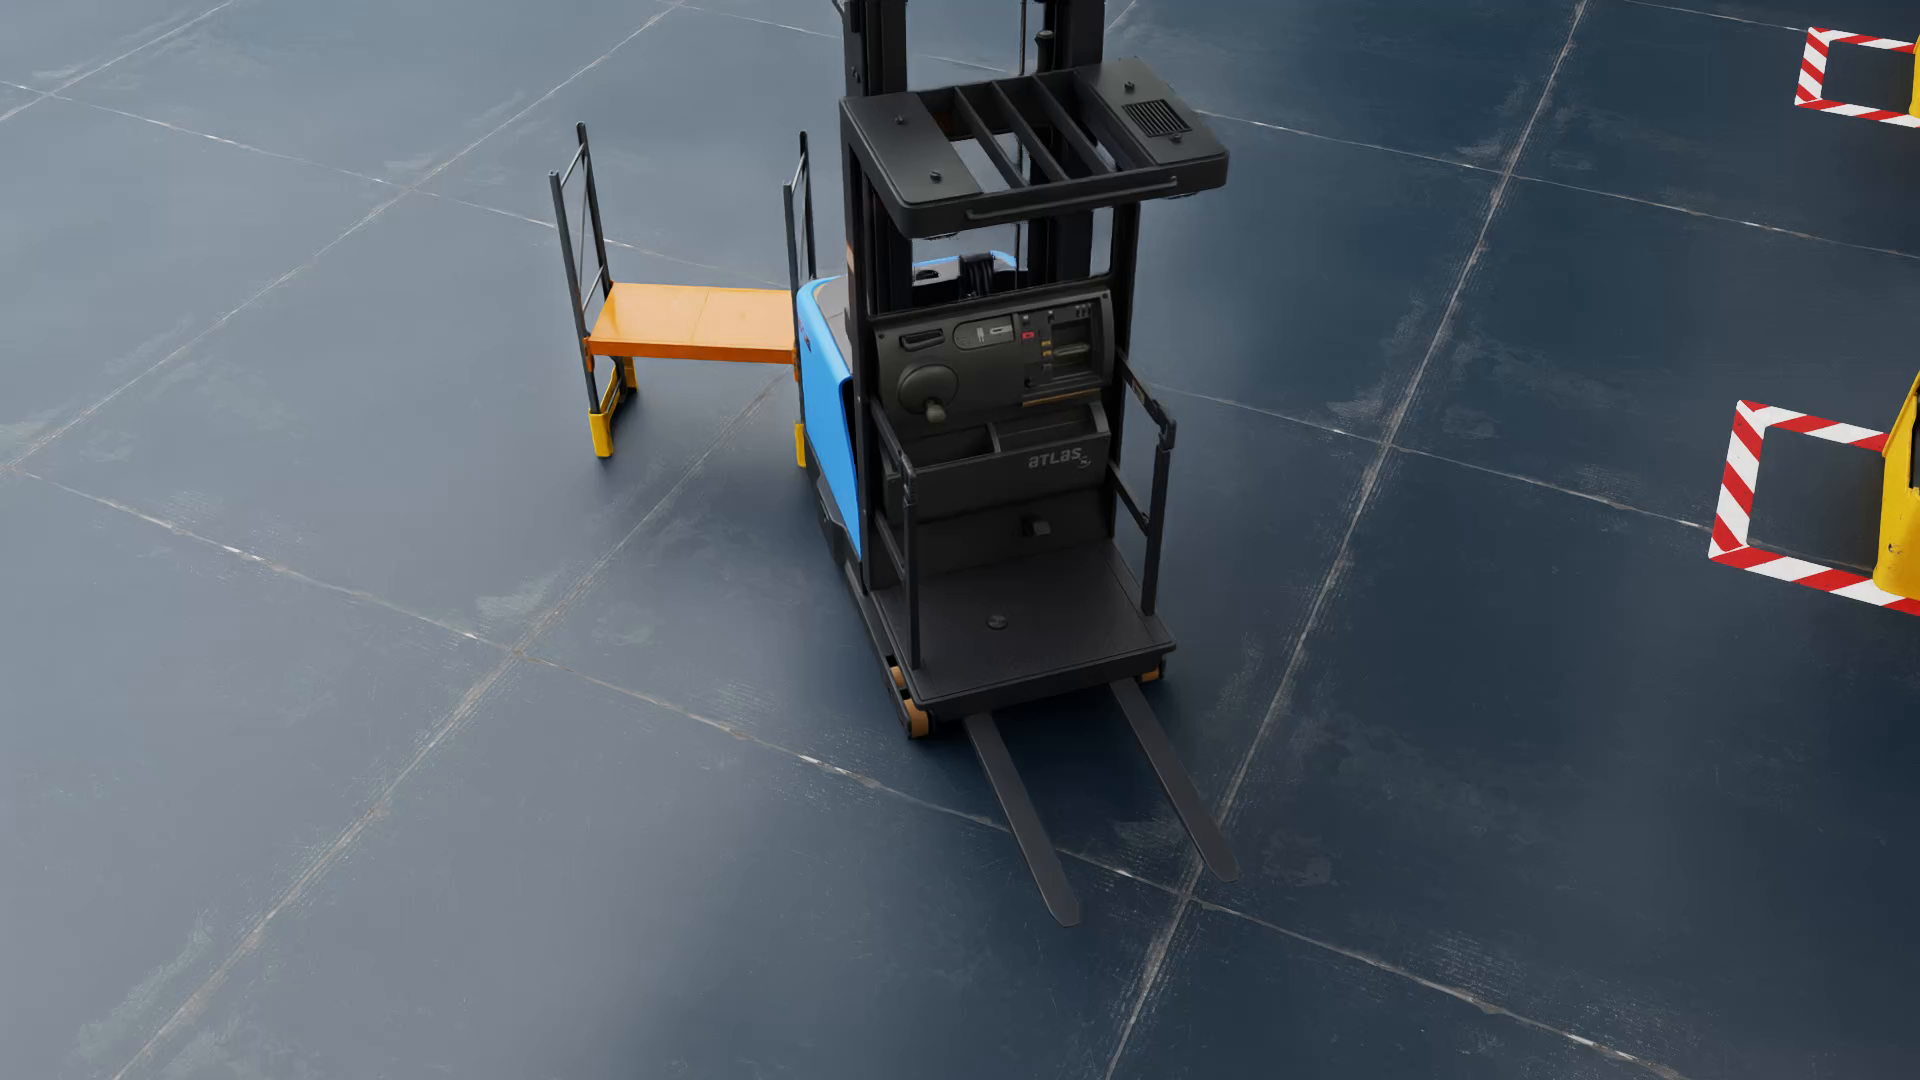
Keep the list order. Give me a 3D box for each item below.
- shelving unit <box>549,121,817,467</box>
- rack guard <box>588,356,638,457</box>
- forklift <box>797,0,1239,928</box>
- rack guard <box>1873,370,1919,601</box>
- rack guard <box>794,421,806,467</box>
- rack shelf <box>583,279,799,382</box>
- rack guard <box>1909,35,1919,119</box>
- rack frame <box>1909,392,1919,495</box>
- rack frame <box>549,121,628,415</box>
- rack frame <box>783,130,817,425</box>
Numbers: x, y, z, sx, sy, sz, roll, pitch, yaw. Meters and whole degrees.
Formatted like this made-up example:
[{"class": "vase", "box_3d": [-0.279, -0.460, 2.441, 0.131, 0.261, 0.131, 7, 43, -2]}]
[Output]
[{"class": "shelving unit", "box_3d": [-1.219, -1.138, 7.802, 1.083, 1.500, 0.587, 3, 41, 4]}, {"class": "rack guard", "box_3d": [-1.715, -0.693, 8.242, 0.087, 0.250, 0.587, 3, 41, 4]}, {"class": "forklift", "box_3d": [0.206, -0.610, 6.100, 1.130, 2.935, 3.031, -12, 42, -14]}, {"class": "rack guard", "box_3d": [4.456, -0.273, 7.567, 0.348, 0.500, 1.175, 17, 44, 19]}, {"class": "rack guard", "box_3d": [-0.723, -0.639, 8.180, 0.087, 0.250, 0.587, 3, 41, 4]}, {"class": "rack shelf", "box_3d": [-1.228, -1.002, 7.920, 1.000, 0.185, 0.538, 3, 41, 4]}, {"class": "rack guard", "box_3d": [6.570, -3.241, 10.991, 0.348, 0.500, 1.175, 17, 44, 19]}, {"class": "rack frame", "box_3d": [4.387, -1.238, 6.773, 0.127, 3.000, 1.000, 17, 44, 19]}, {"class": "rack frame", "box_3d": [-1.735, -1.166, 7.834, 0.032, 1.500, 0.500, 3, 41, 4]}, {"class": "rack frame", "box_3d": [-0.721, -1.111, 7.771, 0.032, 1.500, 0.500, 3, 41, 4]}]
